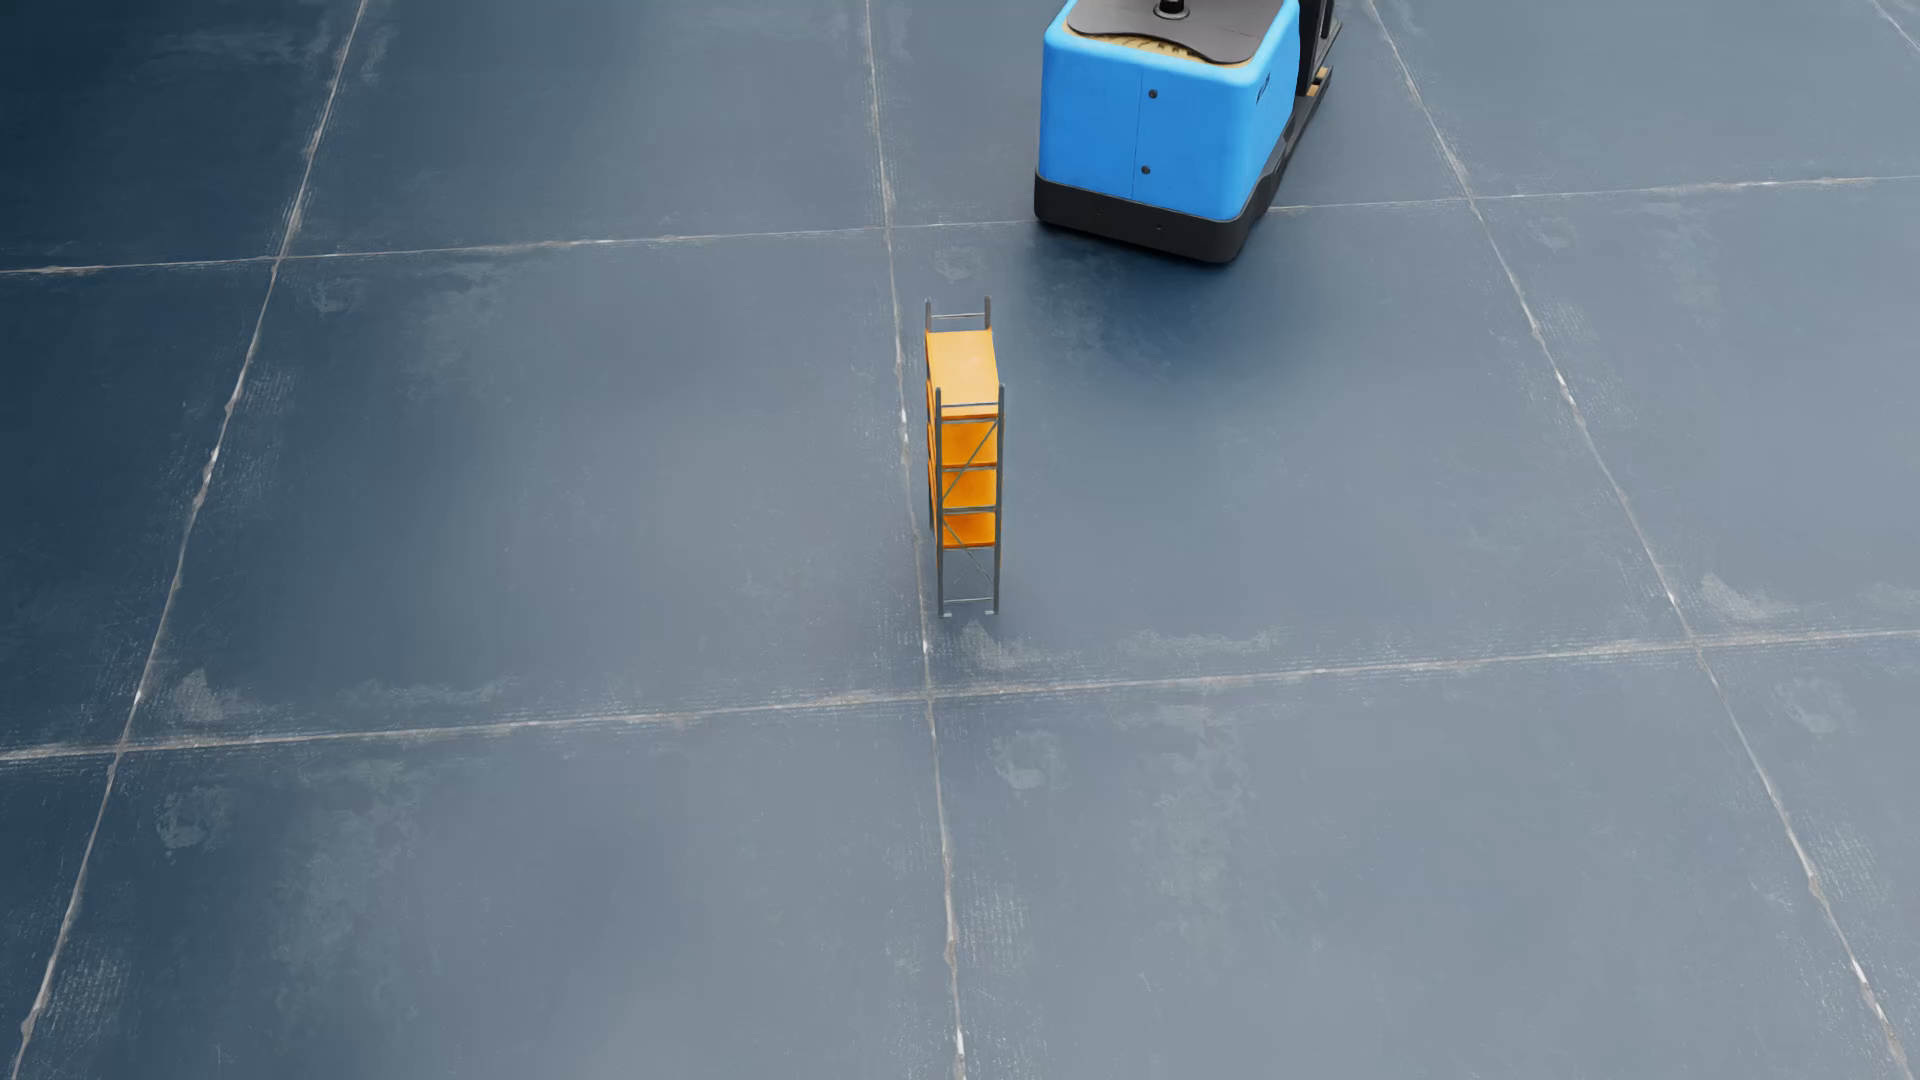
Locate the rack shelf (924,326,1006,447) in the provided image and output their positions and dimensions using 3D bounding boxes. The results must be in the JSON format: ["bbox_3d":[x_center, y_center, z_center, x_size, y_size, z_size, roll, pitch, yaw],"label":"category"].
[{"bbox_3d":[0.014,-0.563,6.052,0.258,0.148,0.480,-3,47,-3],"label":"rack shelf"}]

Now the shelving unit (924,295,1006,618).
[{"bbox_3d":[0.014,-0.293,6.337,0.258,1.200,0.503,-3,47,-3],"label":"shelving unit"}]

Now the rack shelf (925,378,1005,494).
[{"bbox_3d":[0.014,-0.400,6.224,0.258,0.148,0.480,-3,47,-3],"label":"rack shelf"}]

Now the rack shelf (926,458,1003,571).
[{"bbox_3d":[0.014,-0.110,6.530,0.258,0.148,0.480,-3,47,-3],"label":"rack shelf"}]

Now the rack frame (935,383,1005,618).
[{"bbox_3d":[0.034,-0.116,6.170,0.240,1.200,0.015,-3,47,-3],"label":"rack frame"}]

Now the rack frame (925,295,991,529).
[{"bbox_3d":[-0.007,-0.469,6.505,0.240,1.200,0.015,-3,47,-3],"label":"rack frame"}]

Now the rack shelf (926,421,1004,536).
[{"bbox_3d":[0.014,-0.247,6.386,0.258,0.148,0.480,-3,47,-3],"label":"rack shelf"}]

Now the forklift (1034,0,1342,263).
[{"bbox_3d":[1.408,-3.437,8.123,1.130,2.935,3.031,17,49,15],"label":"forklift"}]
